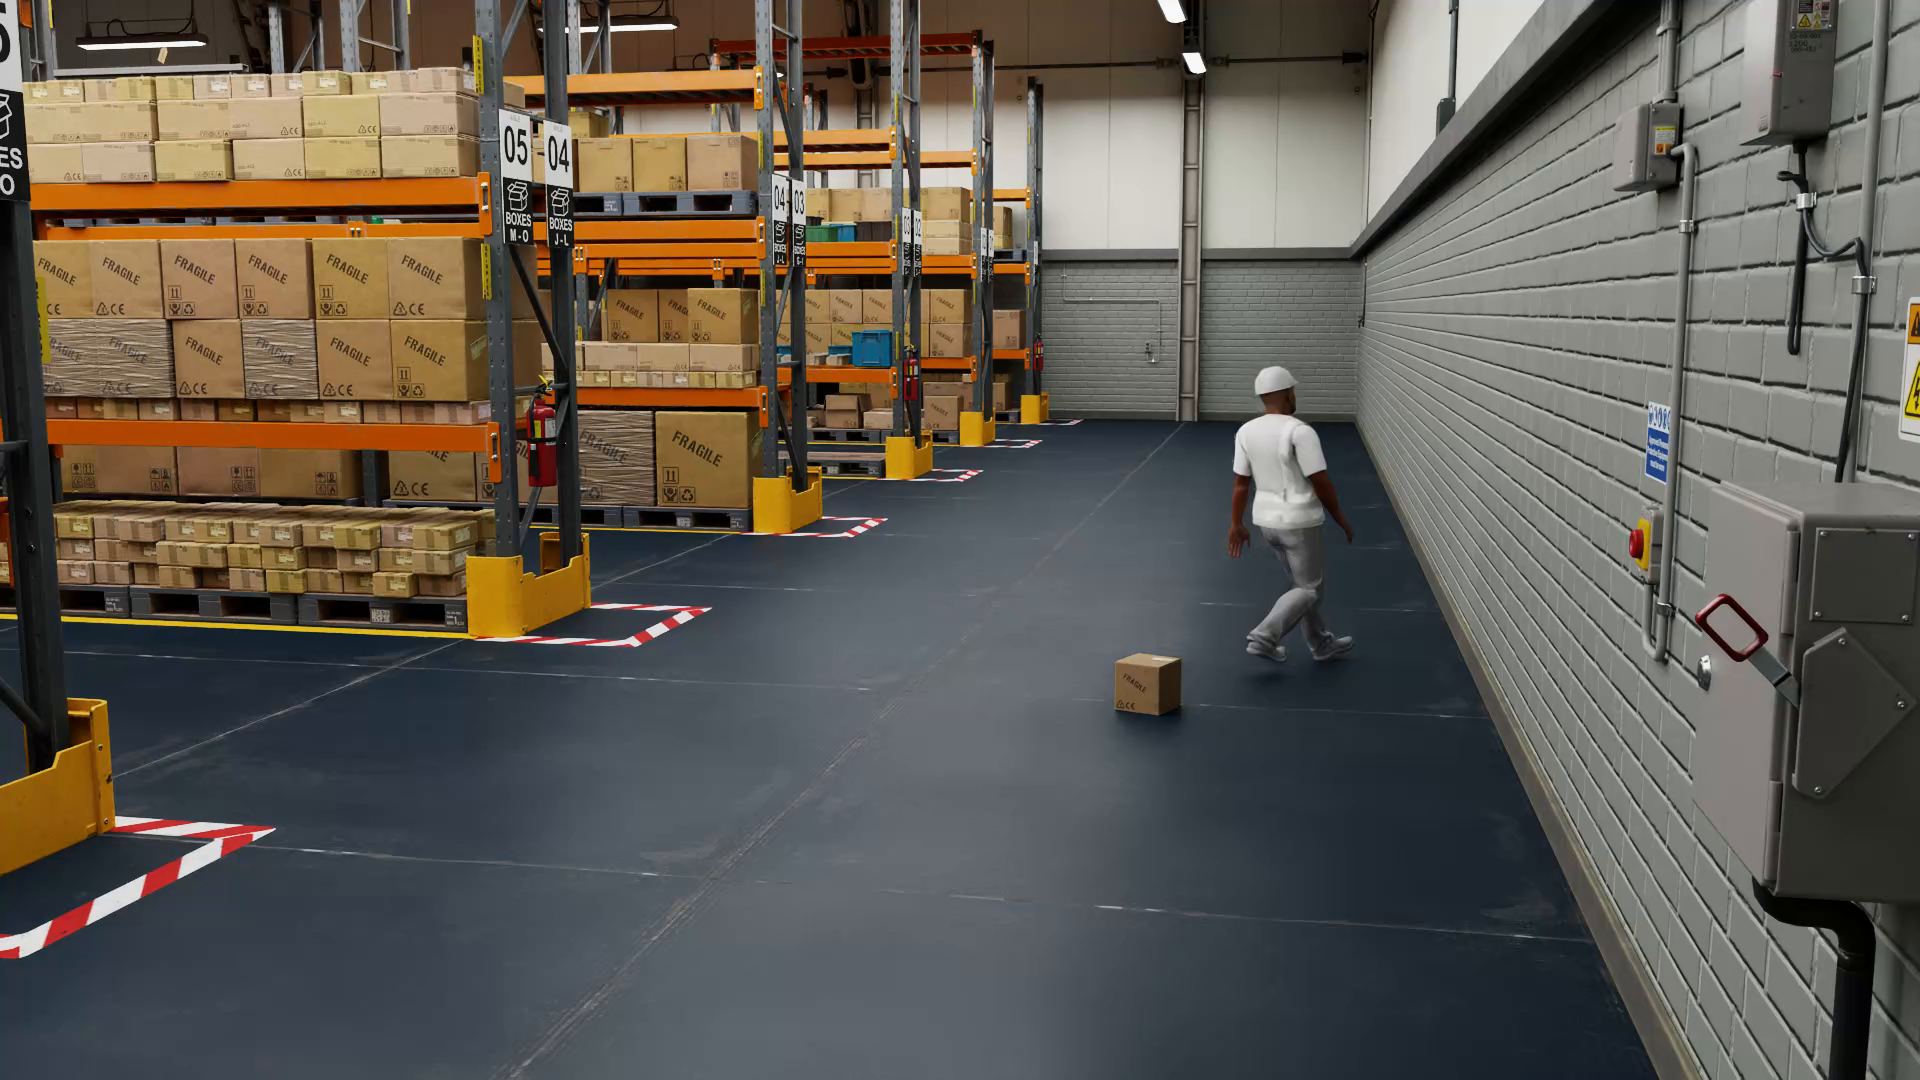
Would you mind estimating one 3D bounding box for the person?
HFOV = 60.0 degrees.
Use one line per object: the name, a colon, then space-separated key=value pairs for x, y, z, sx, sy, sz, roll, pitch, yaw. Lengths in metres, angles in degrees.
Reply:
person: x=1.939 y=-0.117 z=9.312 sx=0.933 sy=1.696 sz=0.622 roll=-5 pitch=9 yaw=-32
